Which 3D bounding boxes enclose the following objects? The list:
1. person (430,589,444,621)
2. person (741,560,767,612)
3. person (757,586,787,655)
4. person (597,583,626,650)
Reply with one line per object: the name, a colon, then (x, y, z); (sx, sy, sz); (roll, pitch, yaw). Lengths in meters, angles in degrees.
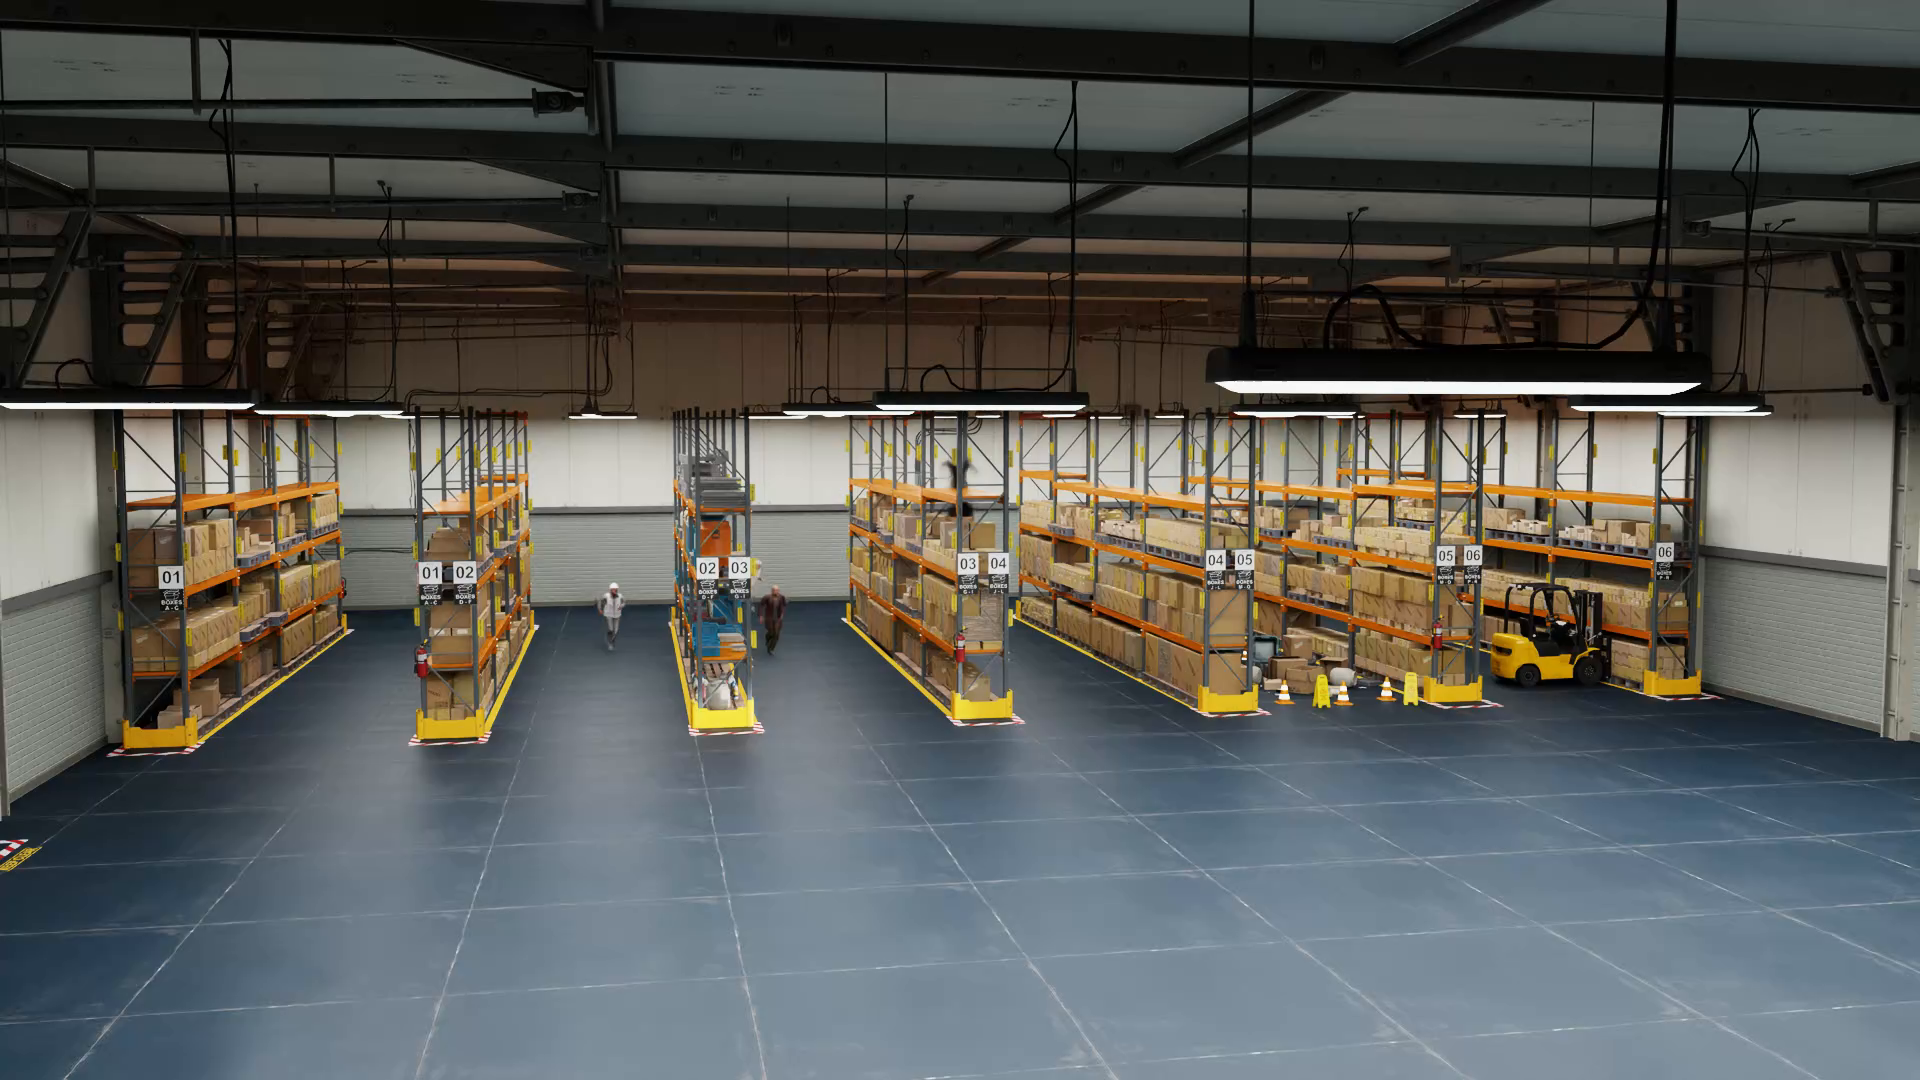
person: (-14.448, 1.508, 46.621); (0.805, 1.845, 0.642); (-1, 4, -15)
person: (-6.336, 1.359, 49.765); (1.129, 1.556, 0.718); (2, 5, 27)
person: (-4.628, 1.959, 41.002); (0.715, 1.712, 0.709); (-2, 5, -28)
person: (-8.700, 1.920, 41.632); (0.654, 1.699, 0.729); (-2, 5, -28)
